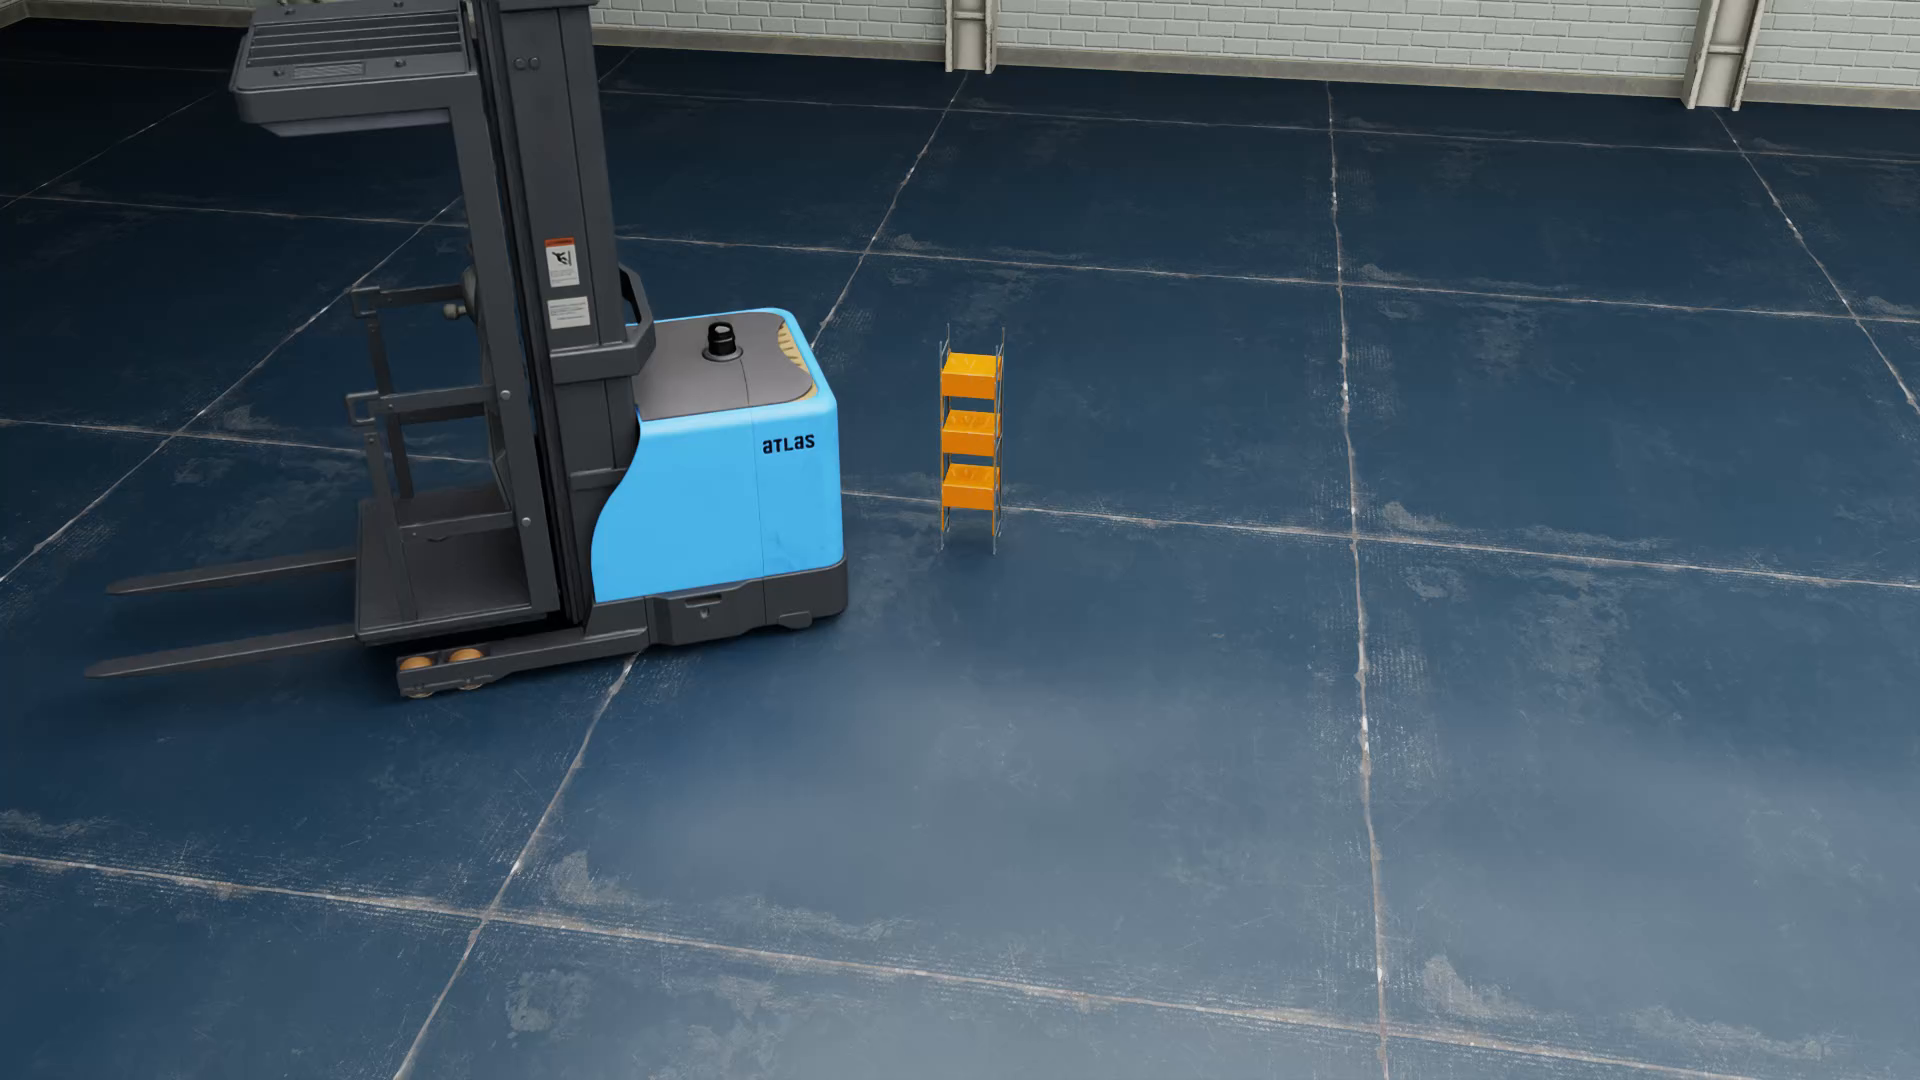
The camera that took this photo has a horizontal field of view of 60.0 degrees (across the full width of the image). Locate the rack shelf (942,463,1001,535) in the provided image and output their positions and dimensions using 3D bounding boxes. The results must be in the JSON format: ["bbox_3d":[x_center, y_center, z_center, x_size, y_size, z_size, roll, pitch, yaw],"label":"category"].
[{"bbox_3d":[0.053,-0.196,7.617,0.240,0.259,0.215,5,32,8],"label":"rack shelf"}]

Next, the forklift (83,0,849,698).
[{"bbox_3d":[-2.057,-0.916,6.450,3.031,2.935,1.130,-9,33,-14],"label":"forklift"}]

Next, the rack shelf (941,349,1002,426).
[{"bbox_3d":[0.053,-0.672,7.319,0.240,0.259,0.215,5,32,8],"label":"rack shelf"}]

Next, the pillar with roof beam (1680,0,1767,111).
[{"bbox_3d":[5.285,-5.063,7.357,0.400,9.000,9.100,5,32,8],"label":"pillar with roof beam"}]

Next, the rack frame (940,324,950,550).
[{"bbox_3d":[-0.068,-0.451,7.481,0.008,1.050,0.200,5,32,8],"label":"rack frame"}]

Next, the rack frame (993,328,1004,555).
[{"bbox_3d":[0.173,-0.429,7.446,0.008,1.050,0.200,5,32,8],"label":"rack frame"}]

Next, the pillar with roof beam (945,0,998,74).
[{"bbox_3d":[-0.629,-5.599,8.213,0.400,9.000,9.100,5,32,8],"label":"pillar with roof beam"}]

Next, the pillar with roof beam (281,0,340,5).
[{"bbox_3d":[-6.544,-6.134,9.069,0.400,9.000,9.100,5,32,8],"label":"pillar with roof beam"}]

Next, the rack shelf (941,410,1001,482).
[{"bbox_3d":[0.053,-0.431,7.469,0.240,0.259,0.215,5,32,8],"label":"rack shelf"}]

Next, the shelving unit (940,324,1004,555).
[{"bbox_3d":[0.053,-0.440,7.464,0.252,1.050,0.215,5,32,8],"label":"shelving unit"}]
